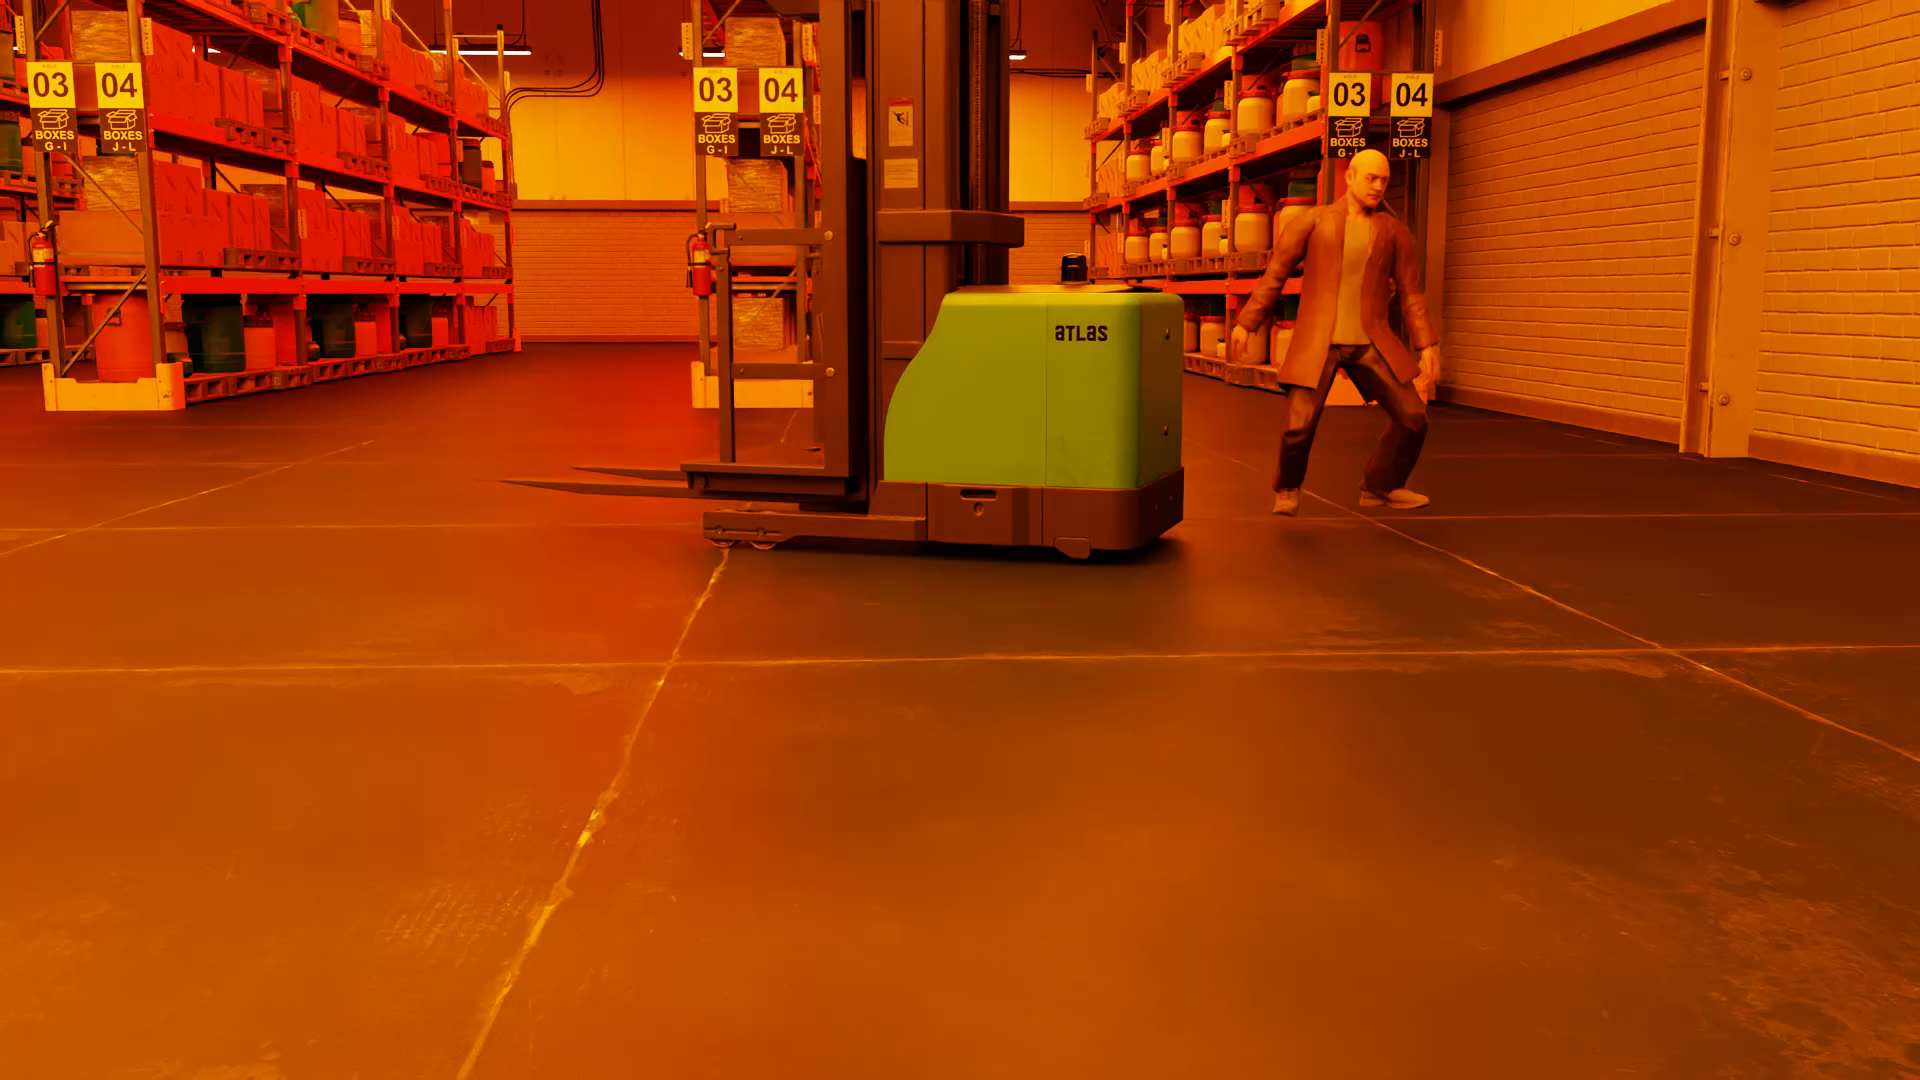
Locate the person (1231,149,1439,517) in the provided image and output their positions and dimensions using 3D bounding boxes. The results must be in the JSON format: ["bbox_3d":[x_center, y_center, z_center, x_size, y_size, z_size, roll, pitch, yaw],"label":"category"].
[{"bbox_3d":[1.712,-0.928,7.602,0.928,1.669,0.585,1,8,4],"label":"person"}]

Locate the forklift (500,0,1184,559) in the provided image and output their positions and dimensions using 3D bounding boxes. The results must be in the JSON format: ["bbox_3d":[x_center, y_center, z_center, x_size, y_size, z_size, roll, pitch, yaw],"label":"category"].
[{"bbox_3d":[-0.578,-1.479,7.289,3.031,2.935,1.130,3,9,19],"label":"forklift"}]
